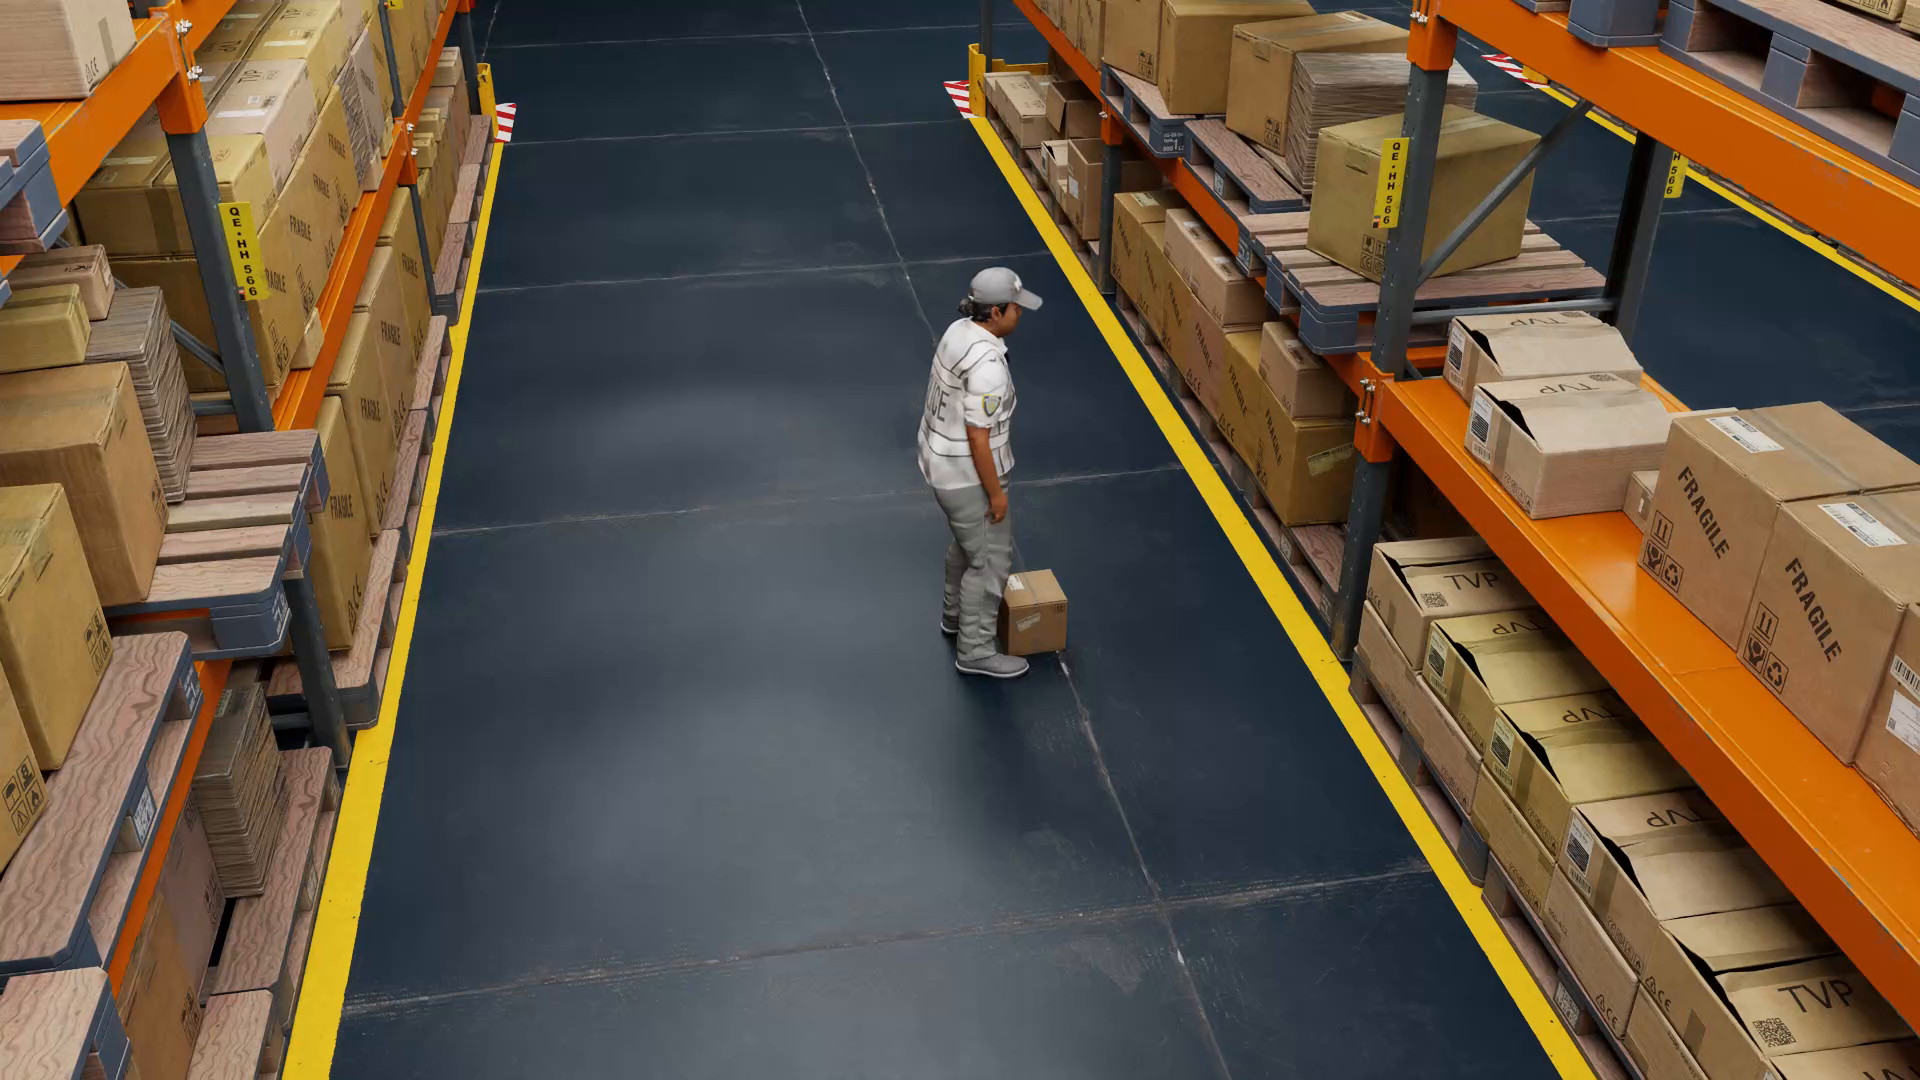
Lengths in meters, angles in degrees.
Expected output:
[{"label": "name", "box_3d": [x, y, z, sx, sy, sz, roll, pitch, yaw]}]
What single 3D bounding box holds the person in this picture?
[{"label": "person", "box_3d": [0.084, -0.275, 6.586, 0.473, 1.666, 0.550, -6, 31, -10]}]
